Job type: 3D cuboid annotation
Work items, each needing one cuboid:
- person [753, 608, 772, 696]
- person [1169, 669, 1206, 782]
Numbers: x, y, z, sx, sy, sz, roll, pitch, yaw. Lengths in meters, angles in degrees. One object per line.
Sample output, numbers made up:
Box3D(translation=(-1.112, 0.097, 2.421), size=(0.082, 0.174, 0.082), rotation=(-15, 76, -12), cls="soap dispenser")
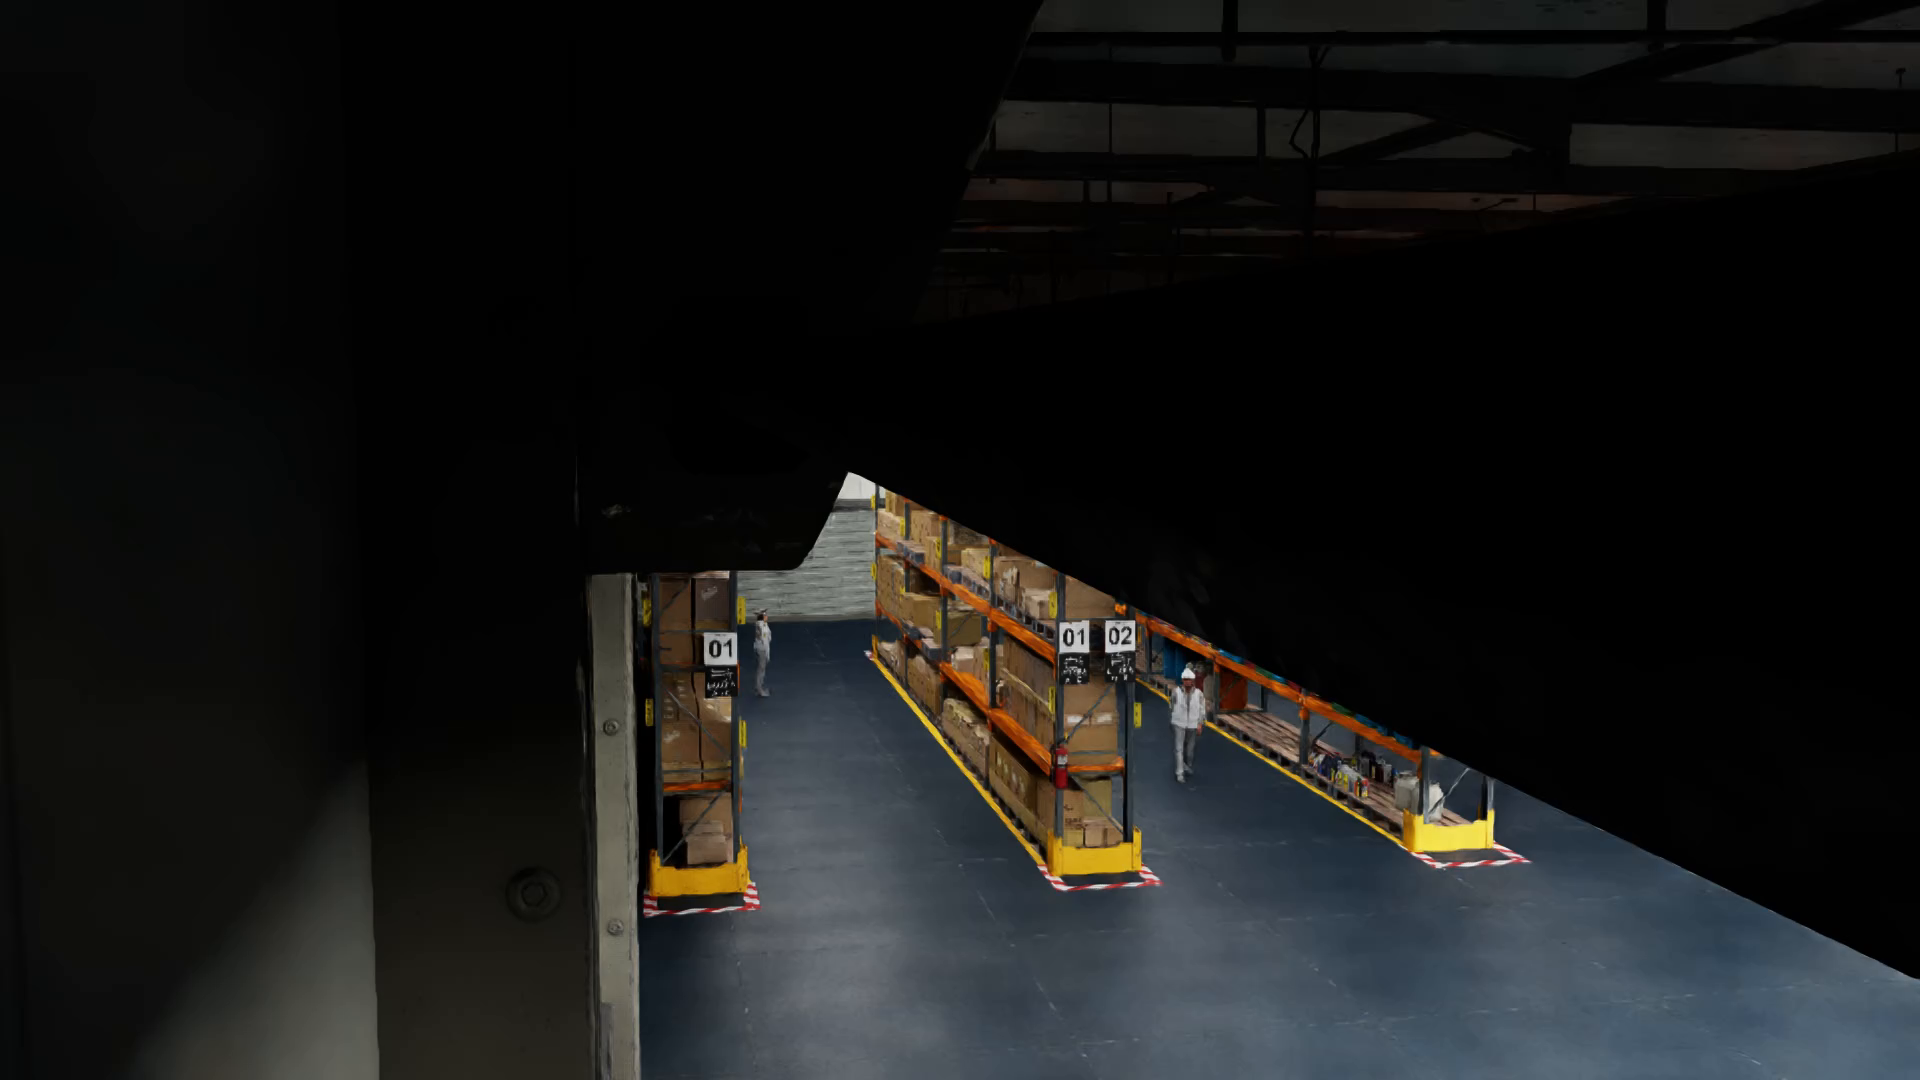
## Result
Box3D(translation=(-3.847, 2.160, 32.365), size=(0.366, 1.680, 0.586), rotation=(-3, 6, -25), cls="person")
Box3D(translation=(3.509, 2.837, 25.661), size=(0.538, 1.715, 1.032), rotation=(0, 6, -2), cls="person")
